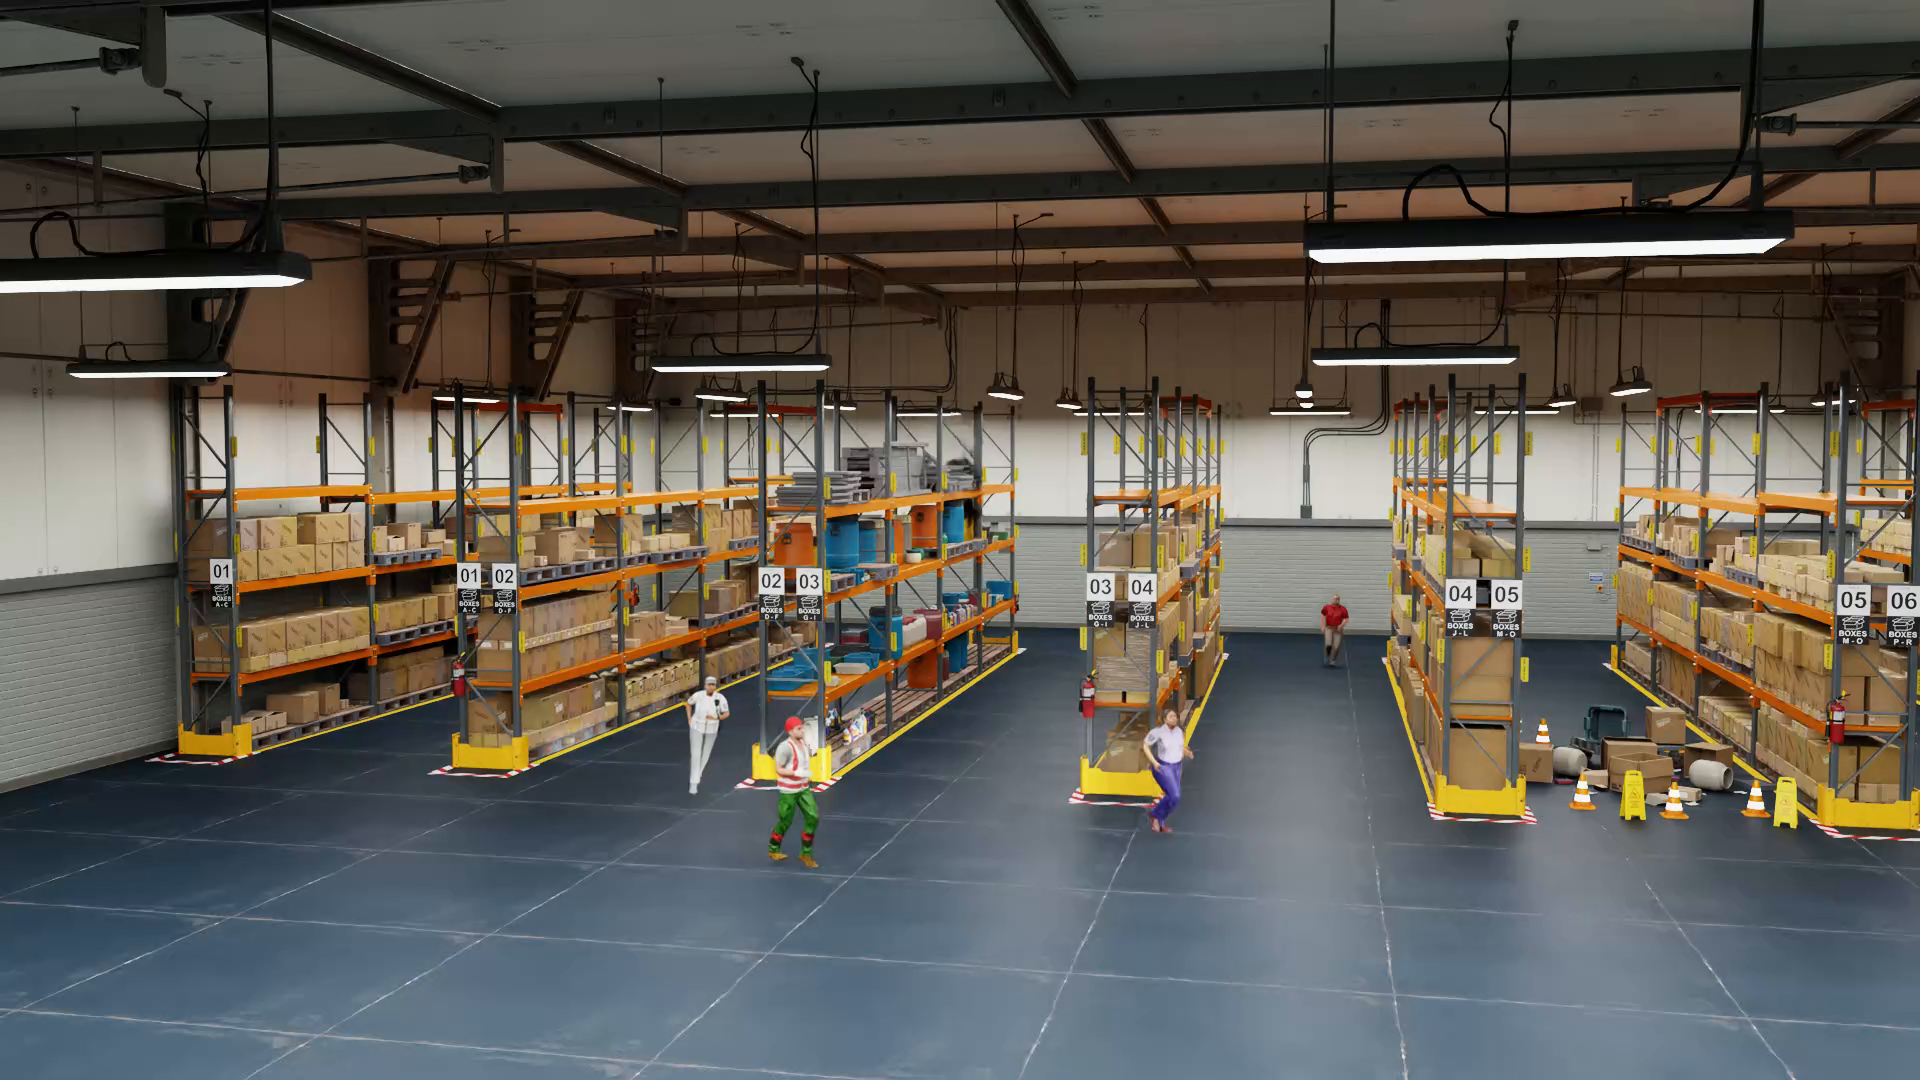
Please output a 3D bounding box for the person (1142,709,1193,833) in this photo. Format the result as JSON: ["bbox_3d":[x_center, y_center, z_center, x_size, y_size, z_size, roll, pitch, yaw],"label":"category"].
[{"bbox_3d":[2.730,2.986,21.511,0.586,1.612,0.592,-3,4,-40],"label":"person"}]

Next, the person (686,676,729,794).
[{"bbox_3d":[-3.703,2.833,24.389,0.617,1.702,0.800,-1,3,-14],"label":"person"}]

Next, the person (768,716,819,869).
[{"bbox_3d":[-1.981,3.014,19.765,0.766,1.842,0.632,2,4,37],"label":"person"}]

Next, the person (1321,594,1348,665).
[{"bbox_3d":[8.513,2.050,37.798,0.610,1.635,0.659,1,3,9],"label":"person"}]
